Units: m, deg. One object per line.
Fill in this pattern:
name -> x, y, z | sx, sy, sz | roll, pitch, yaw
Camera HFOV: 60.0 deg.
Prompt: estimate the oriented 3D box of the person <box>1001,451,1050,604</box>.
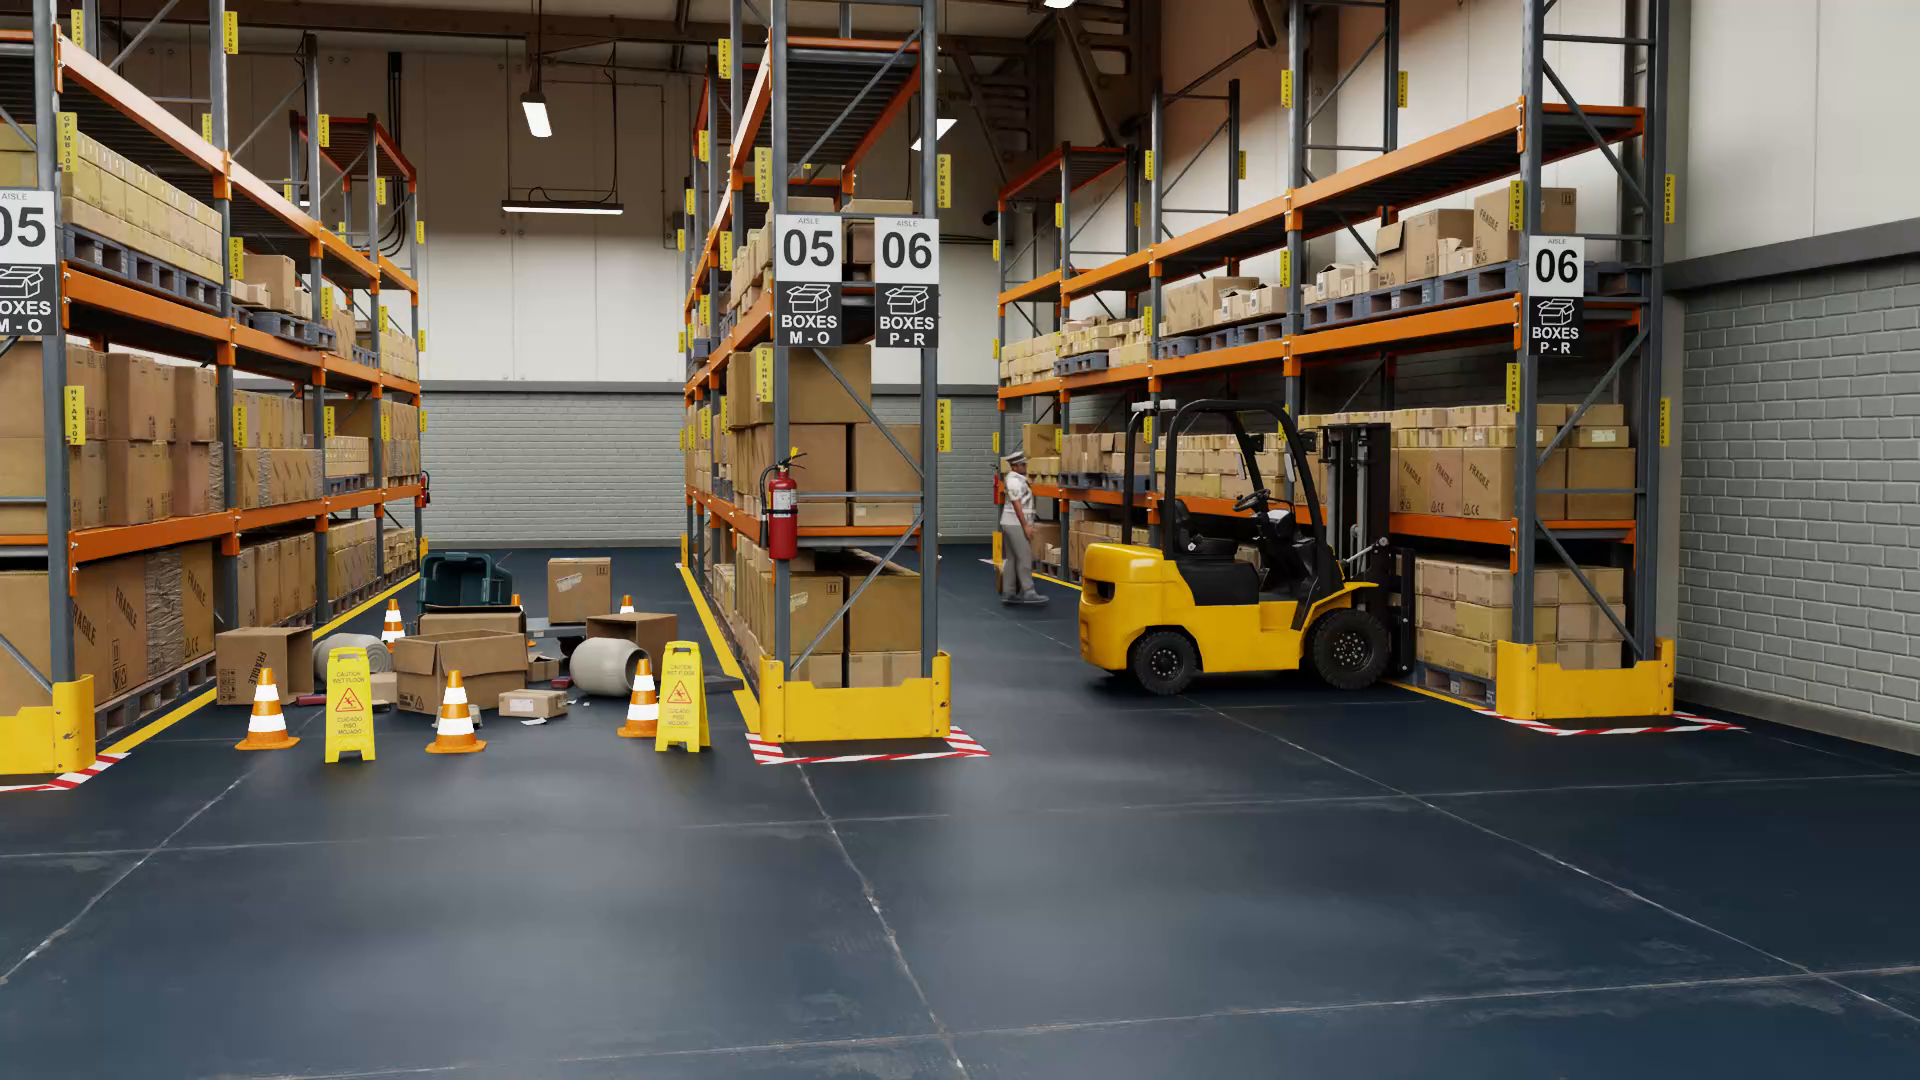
person -> 0.751, -0.143, 19.229 | 0.559, 1.770, 0.580 | 0, 3, -3
